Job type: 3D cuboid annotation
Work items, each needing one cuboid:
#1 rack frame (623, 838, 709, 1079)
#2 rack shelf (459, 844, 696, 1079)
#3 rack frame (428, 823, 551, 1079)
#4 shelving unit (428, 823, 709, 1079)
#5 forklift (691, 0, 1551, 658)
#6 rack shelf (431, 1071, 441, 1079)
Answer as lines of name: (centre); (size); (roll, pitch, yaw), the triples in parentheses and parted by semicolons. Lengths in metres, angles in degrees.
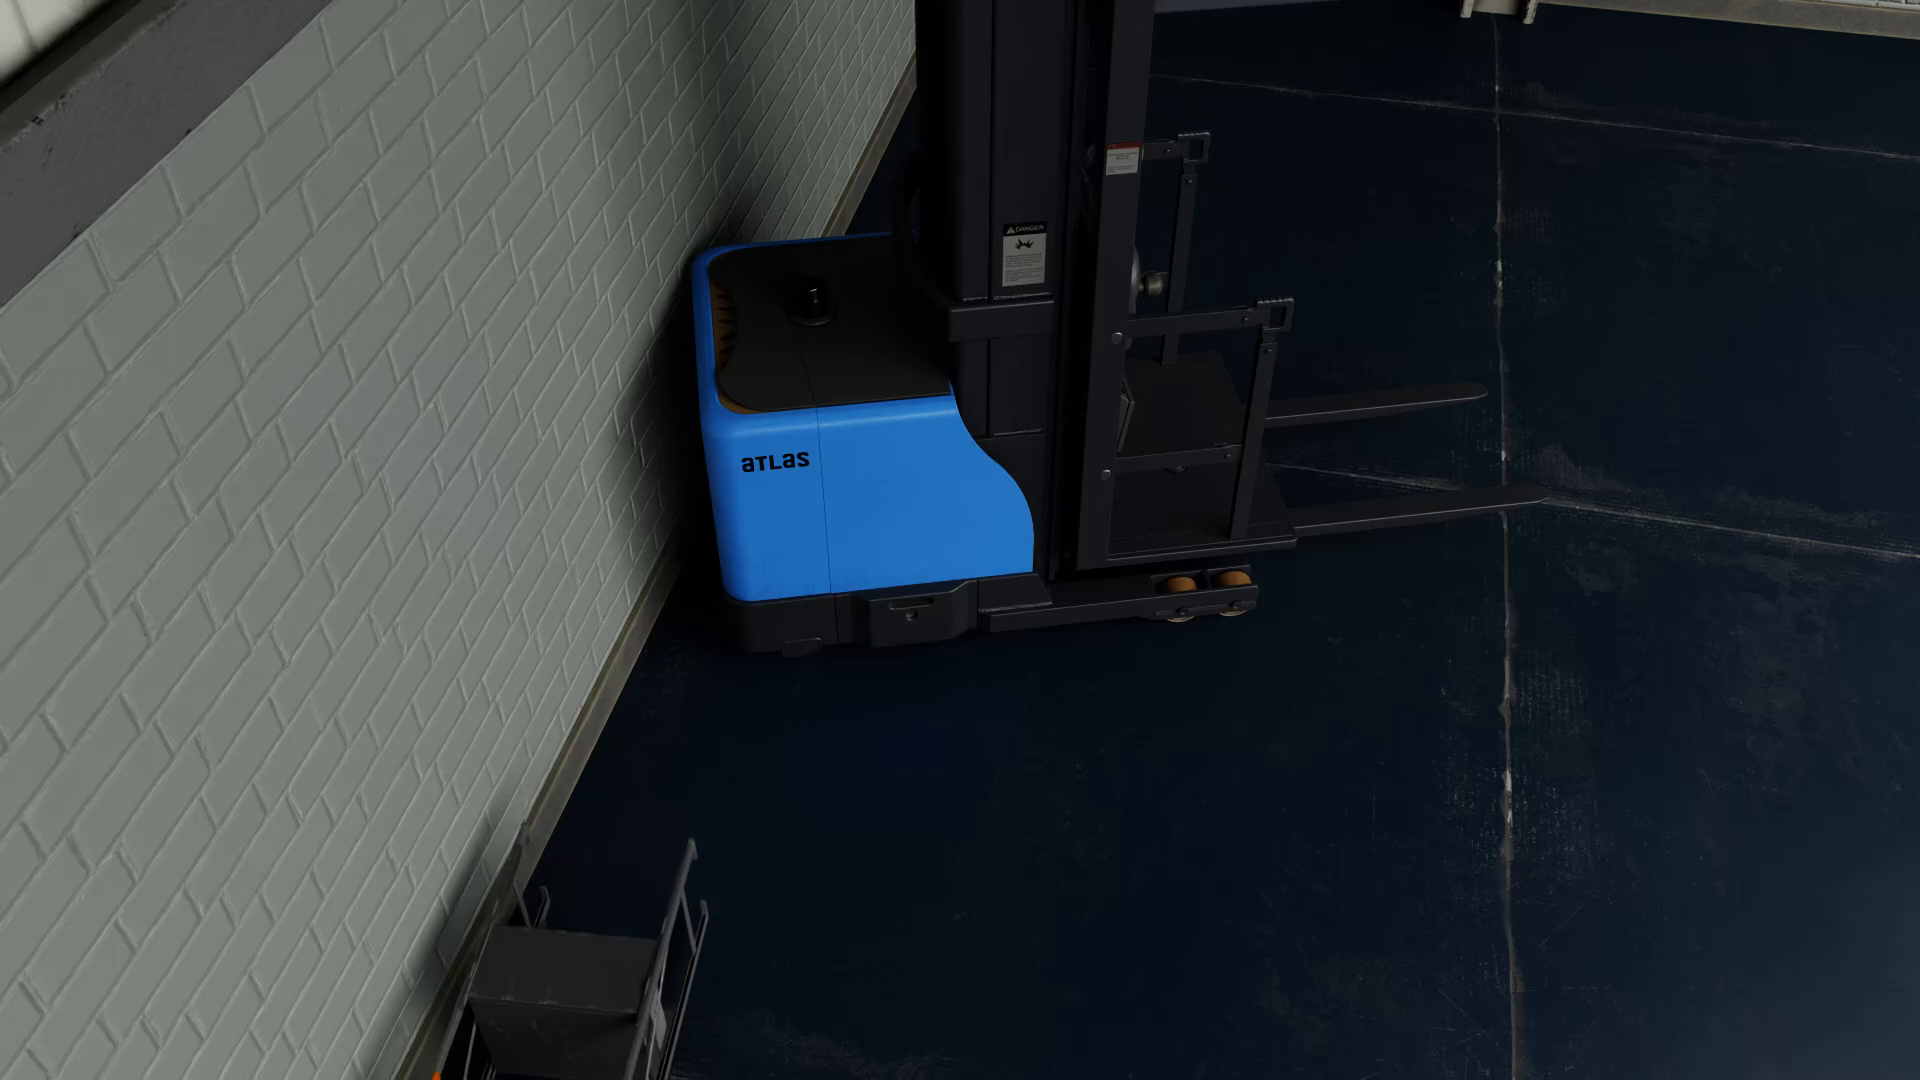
rack frame: (-0.878, 1.715, 4.114); (0.015, 0.400, 2.100); (4, 44, 4)
rack shelf: (-1.042, 1.205, 4.644); (0.480, 0.431, 0.518); (4, 44, 4)
rack frame: (-1.363, 1.679, 4.152); (0.015, 0.400, 2.100); (4, 44, 4)
shelving unit: (-1.120, 1.697, 4.133); (0.503, 0.431, 2.100); (4, 44, 4)
forklift: (0.619, -1.122, 5.302); (3.031, 2.935, 1.130); (-6, 44, -6)
rack shelf: (-1.119, 1.688, 4.143); (0.480, 0.431, 0.518); (4, 44, 4)
